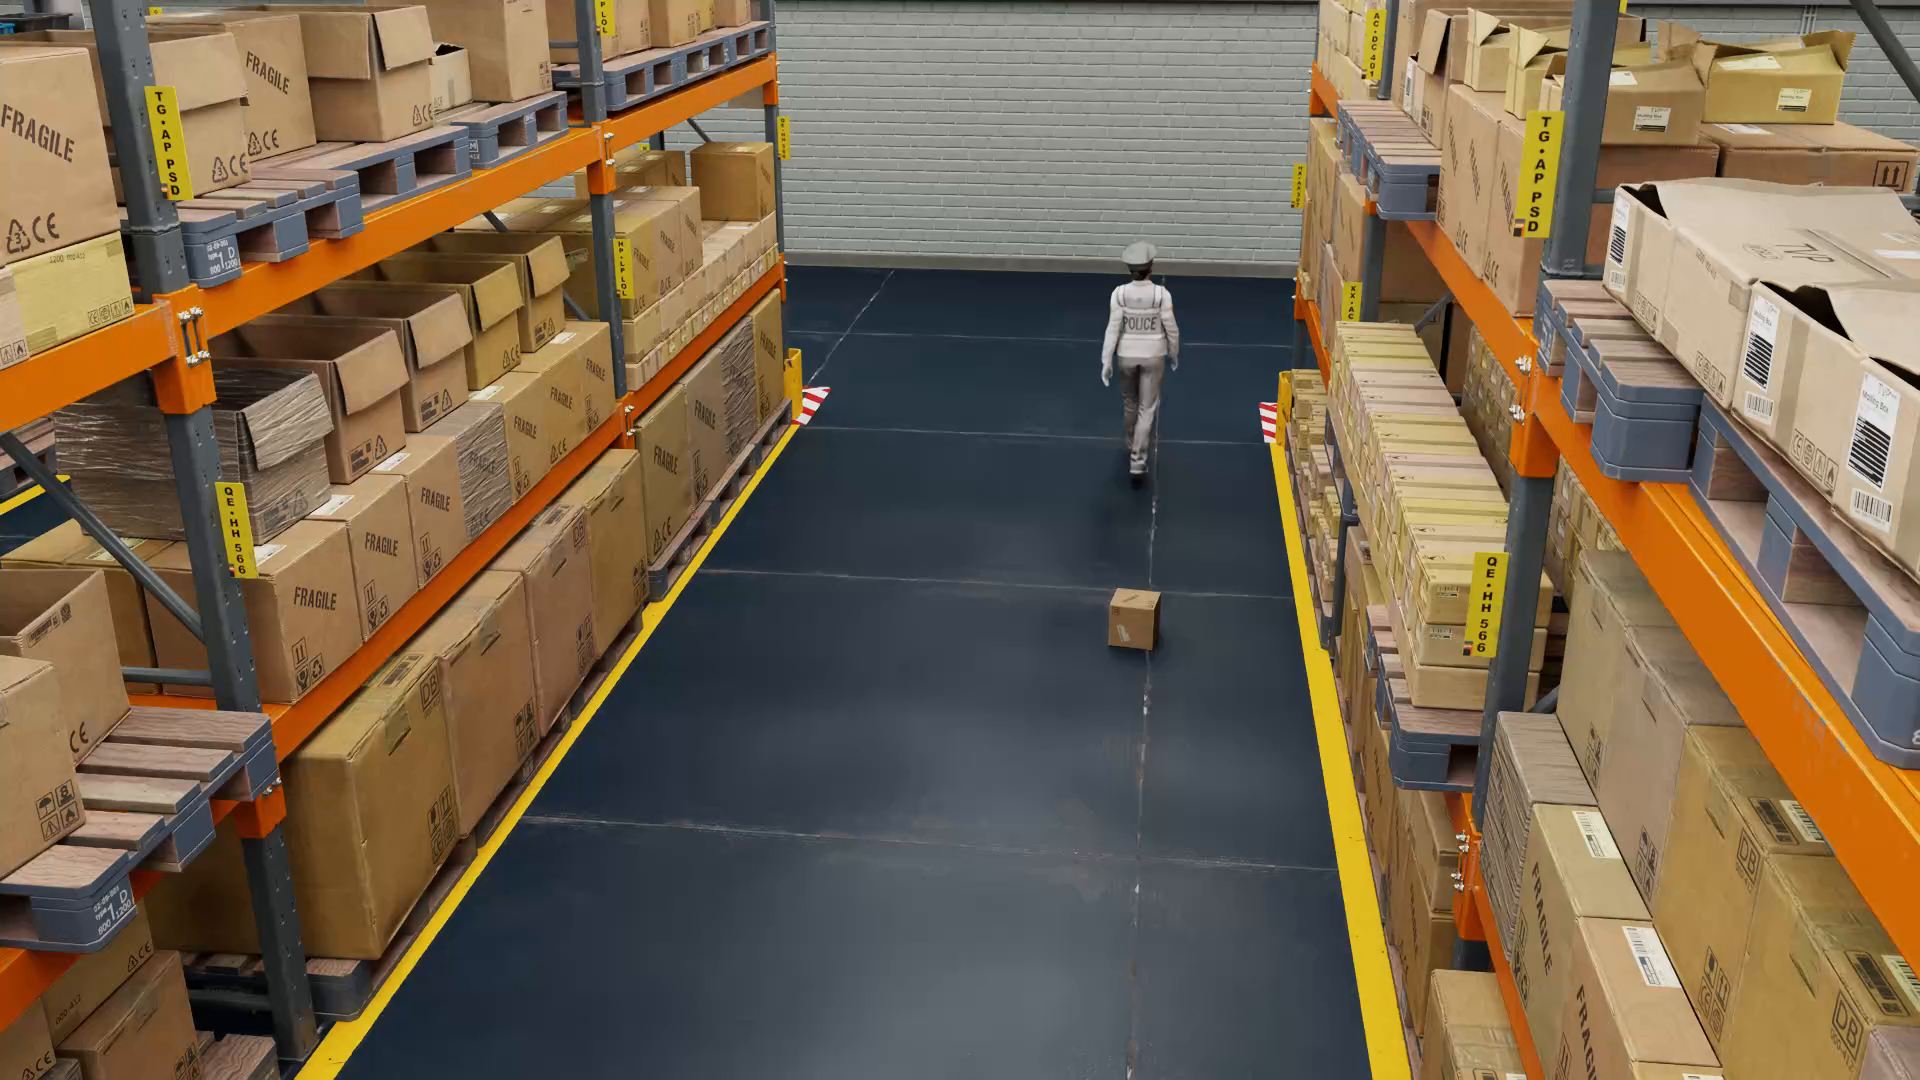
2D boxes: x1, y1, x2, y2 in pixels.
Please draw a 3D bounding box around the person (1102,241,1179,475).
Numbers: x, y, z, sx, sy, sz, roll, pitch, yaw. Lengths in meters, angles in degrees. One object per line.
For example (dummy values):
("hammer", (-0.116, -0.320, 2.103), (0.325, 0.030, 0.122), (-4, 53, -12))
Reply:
("person", (1.315, -1.338, 11.971), (0.521, 1.632, 1.012), (7, 22, 17))
